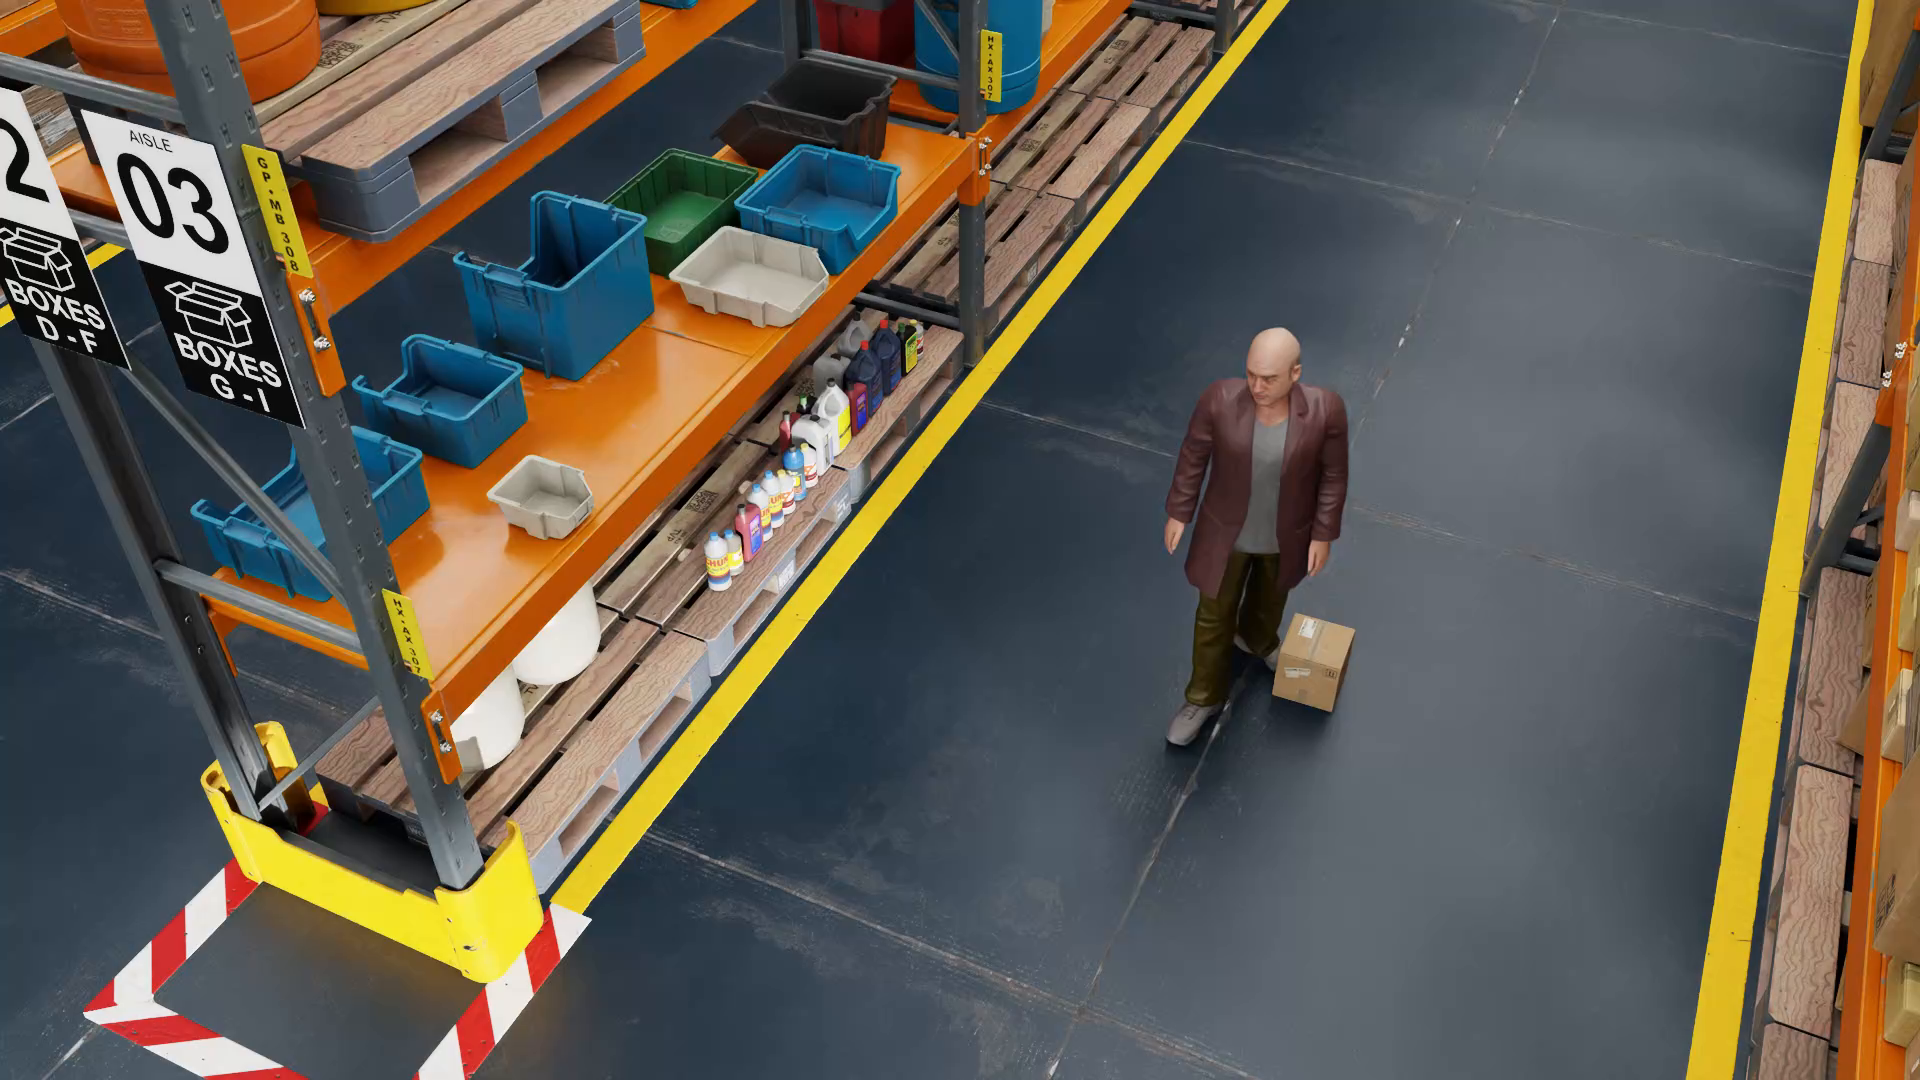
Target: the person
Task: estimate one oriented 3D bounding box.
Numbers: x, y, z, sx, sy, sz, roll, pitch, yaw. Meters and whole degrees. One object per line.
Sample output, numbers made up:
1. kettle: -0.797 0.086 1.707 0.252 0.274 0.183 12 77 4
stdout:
1. person: 1.087 -0.035 6.206 0.652 1.777 0.690 5 42 5
